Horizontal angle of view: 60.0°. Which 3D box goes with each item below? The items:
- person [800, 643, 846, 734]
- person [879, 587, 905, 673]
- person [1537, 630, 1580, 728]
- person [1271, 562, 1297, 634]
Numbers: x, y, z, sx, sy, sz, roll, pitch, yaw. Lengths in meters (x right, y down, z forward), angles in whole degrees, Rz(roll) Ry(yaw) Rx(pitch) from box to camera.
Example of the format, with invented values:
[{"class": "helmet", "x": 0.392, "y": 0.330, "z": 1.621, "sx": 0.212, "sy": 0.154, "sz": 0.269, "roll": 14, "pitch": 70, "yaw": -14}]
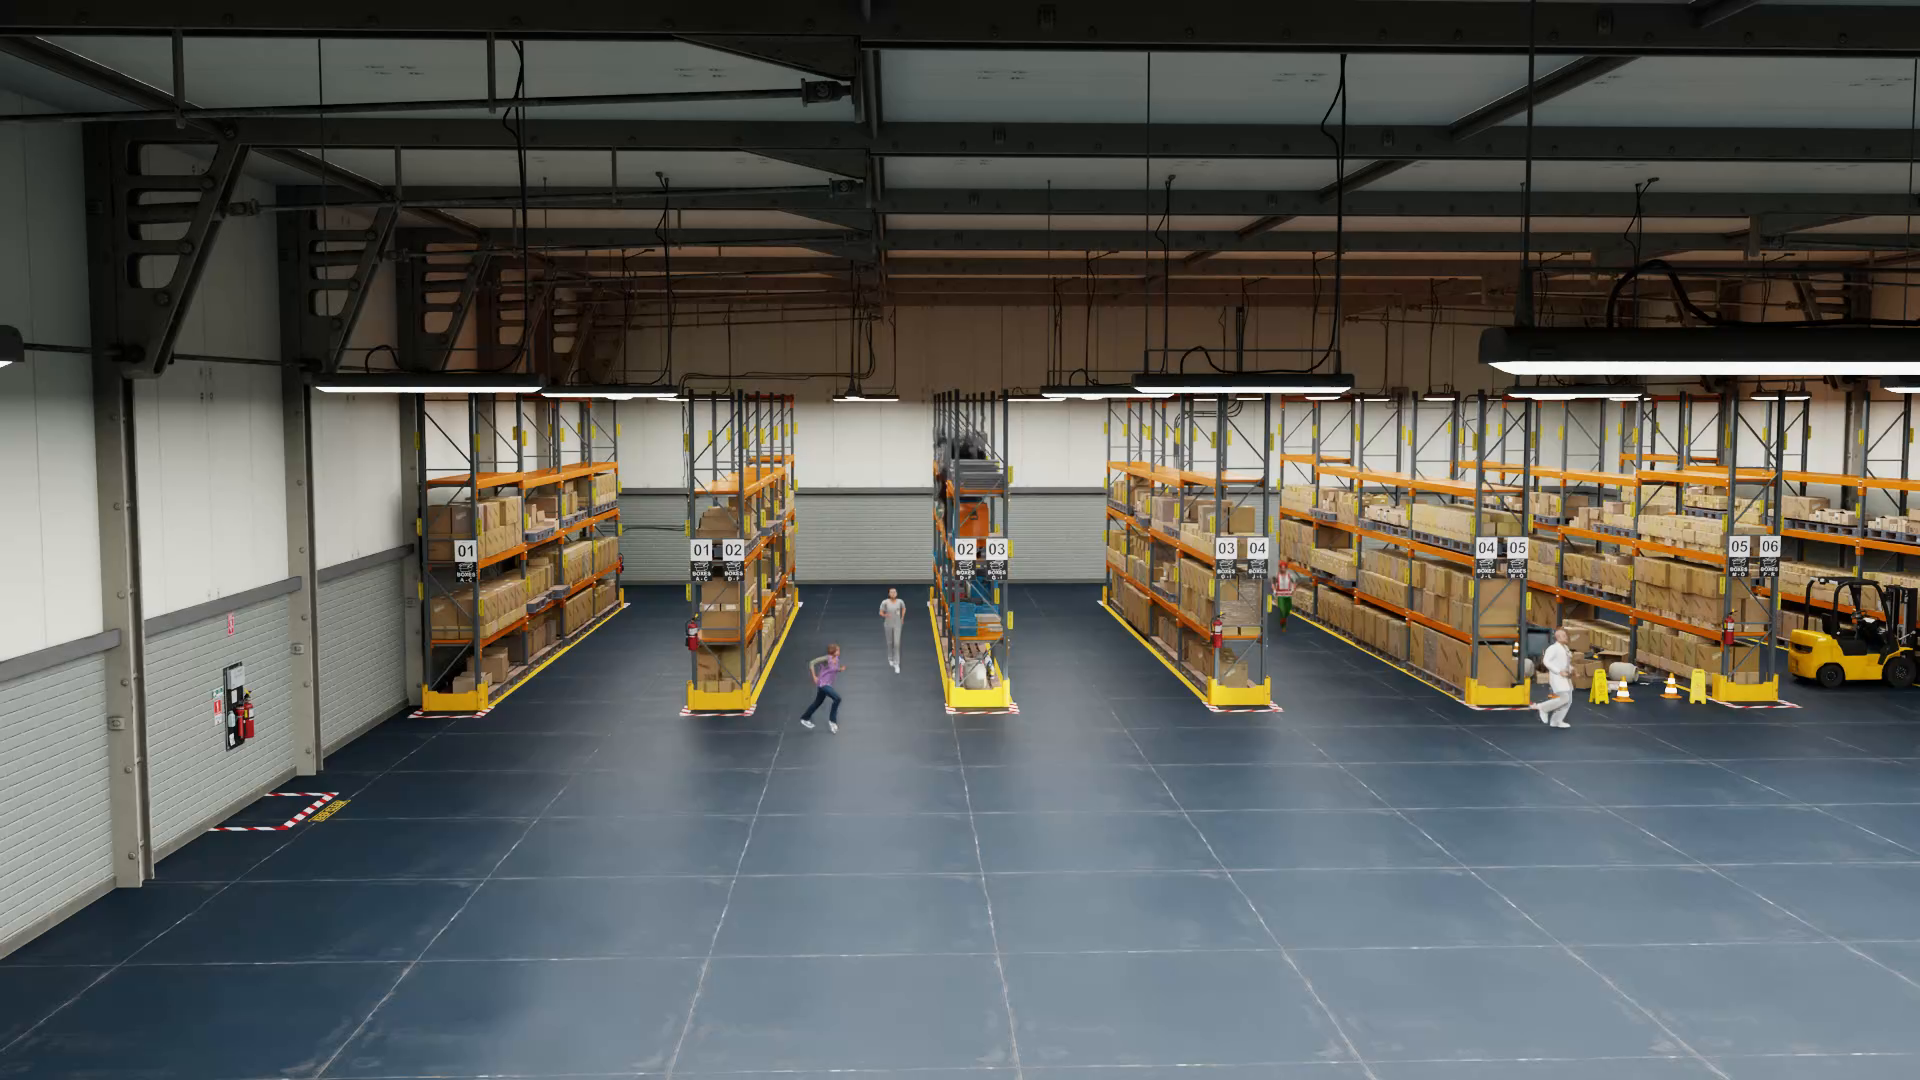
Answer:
[{"class": "person", "x": -2.392, "y": 2.582, "z": 29.033, "sx": 0.869, "sy": 1.562, "sz": 0.532, "roll": 1, "pitch": 5, "yaw": 17}, {"class": "person", "x": -1.390, "y": 1.818, "z": 34.134, "sx": 0.552, "sy": 1.733, "sz": 0.757, "roll": 0, "pitch": 5, "yaw": -4}, {"class": "person", "x": 10.622, "y": 2.455, "z": 29.440, "sx": 0.695, "sy": 1.731, "sz": 0.571, "roll": -5, "pitch": 7, "yaw": -44}, {"class": "person", "x": 8.155, "y": 1.435, "z": 41.869, "sx": 0.648, "sy": 1.776, "sz": 0.789, "roll": 0, "pitch": 5, "yaw": 5}]
